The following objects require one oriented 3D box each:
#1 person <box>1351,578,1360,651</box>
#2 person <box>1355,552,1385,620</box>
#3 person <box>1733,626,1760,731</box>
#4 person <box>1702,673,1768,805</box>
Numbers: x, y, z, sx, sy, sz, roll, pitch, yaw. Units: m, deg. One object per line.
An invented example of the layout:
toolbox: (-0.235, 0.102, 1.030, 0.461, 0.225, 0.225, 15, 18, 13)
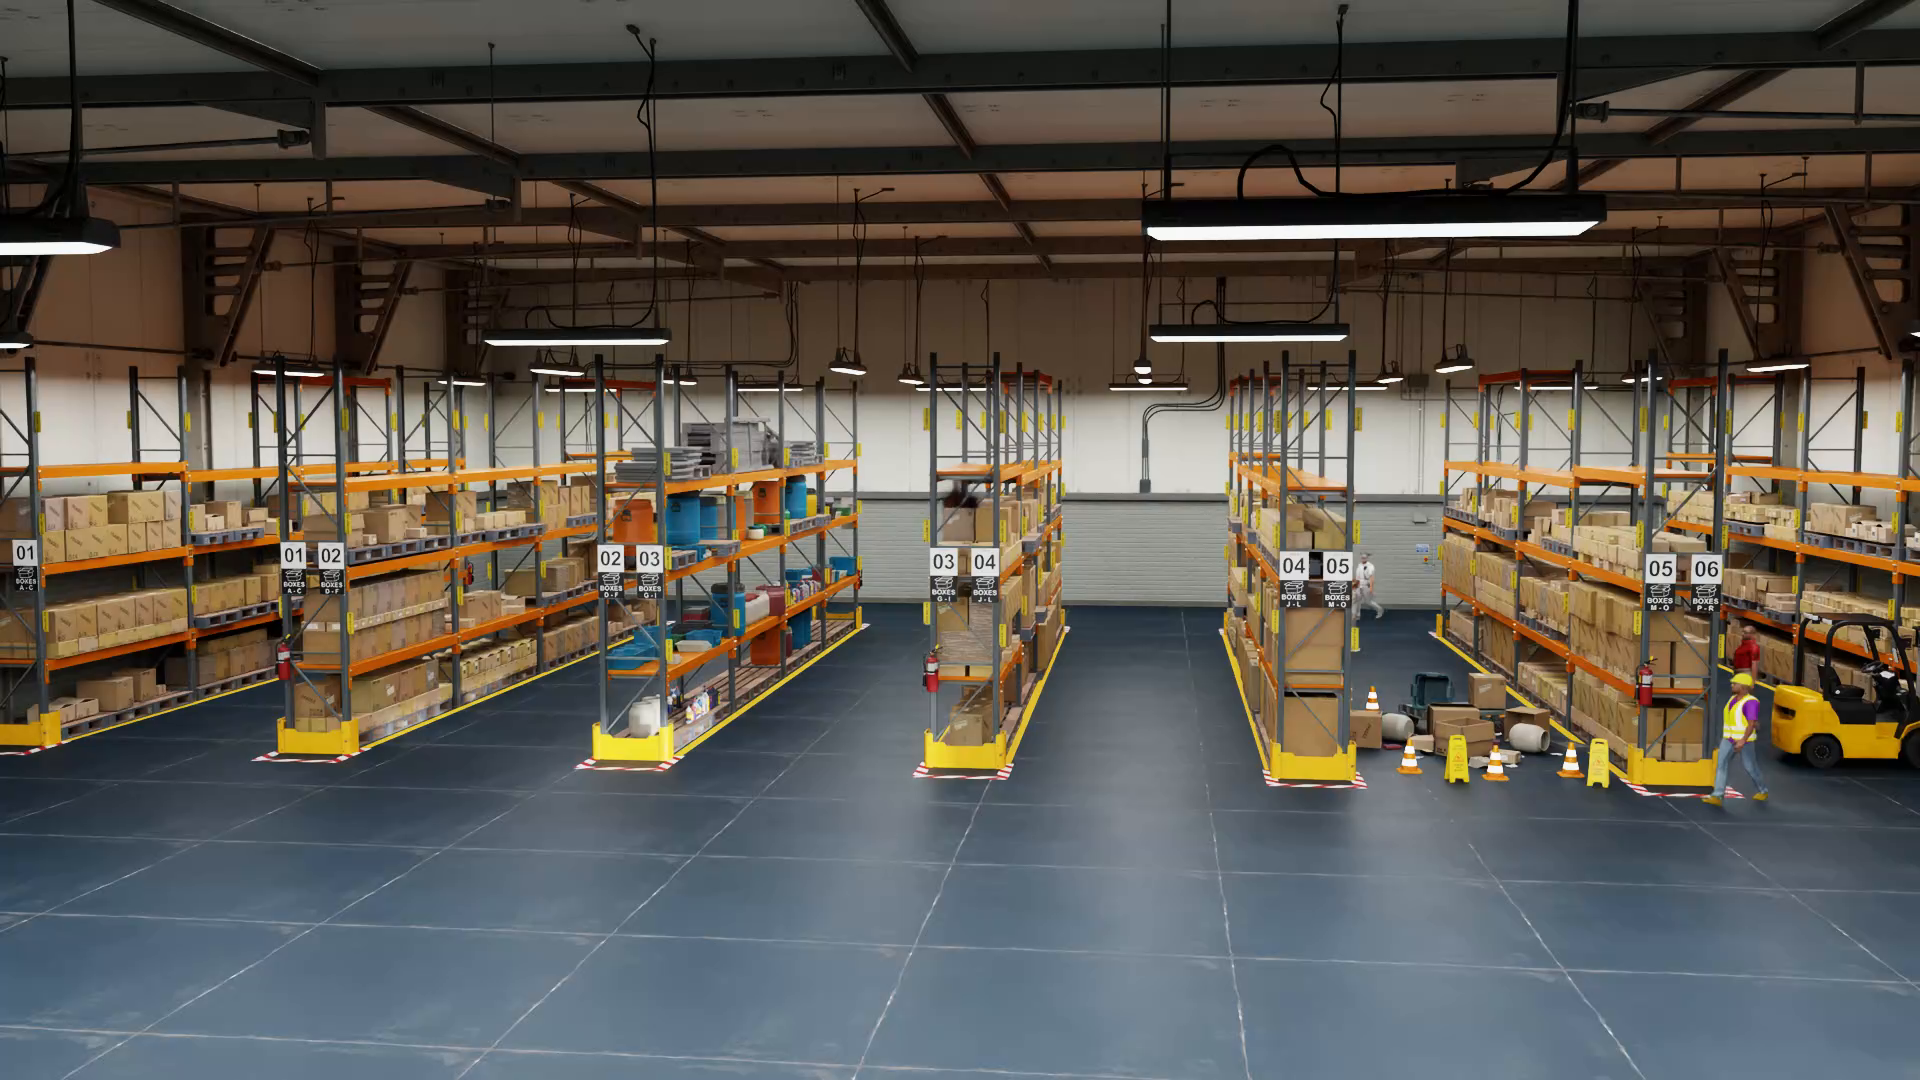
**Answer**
person: (8.591, 1.626, 36.383, 0.361, 1.594, 0.500, 1, 4, 14)
person: (10.233, 1.152, 42.006, 0.898, 1.721, 0.658, -2, 4, -21)
person: (12.722, 2.245, 26.920, 0.454, 1.729, 0.571, 2, 5, 30)
person: (10.155, 2.606, 21.698, 1.040, 1.723, 0.547, -2, 5, -26)
